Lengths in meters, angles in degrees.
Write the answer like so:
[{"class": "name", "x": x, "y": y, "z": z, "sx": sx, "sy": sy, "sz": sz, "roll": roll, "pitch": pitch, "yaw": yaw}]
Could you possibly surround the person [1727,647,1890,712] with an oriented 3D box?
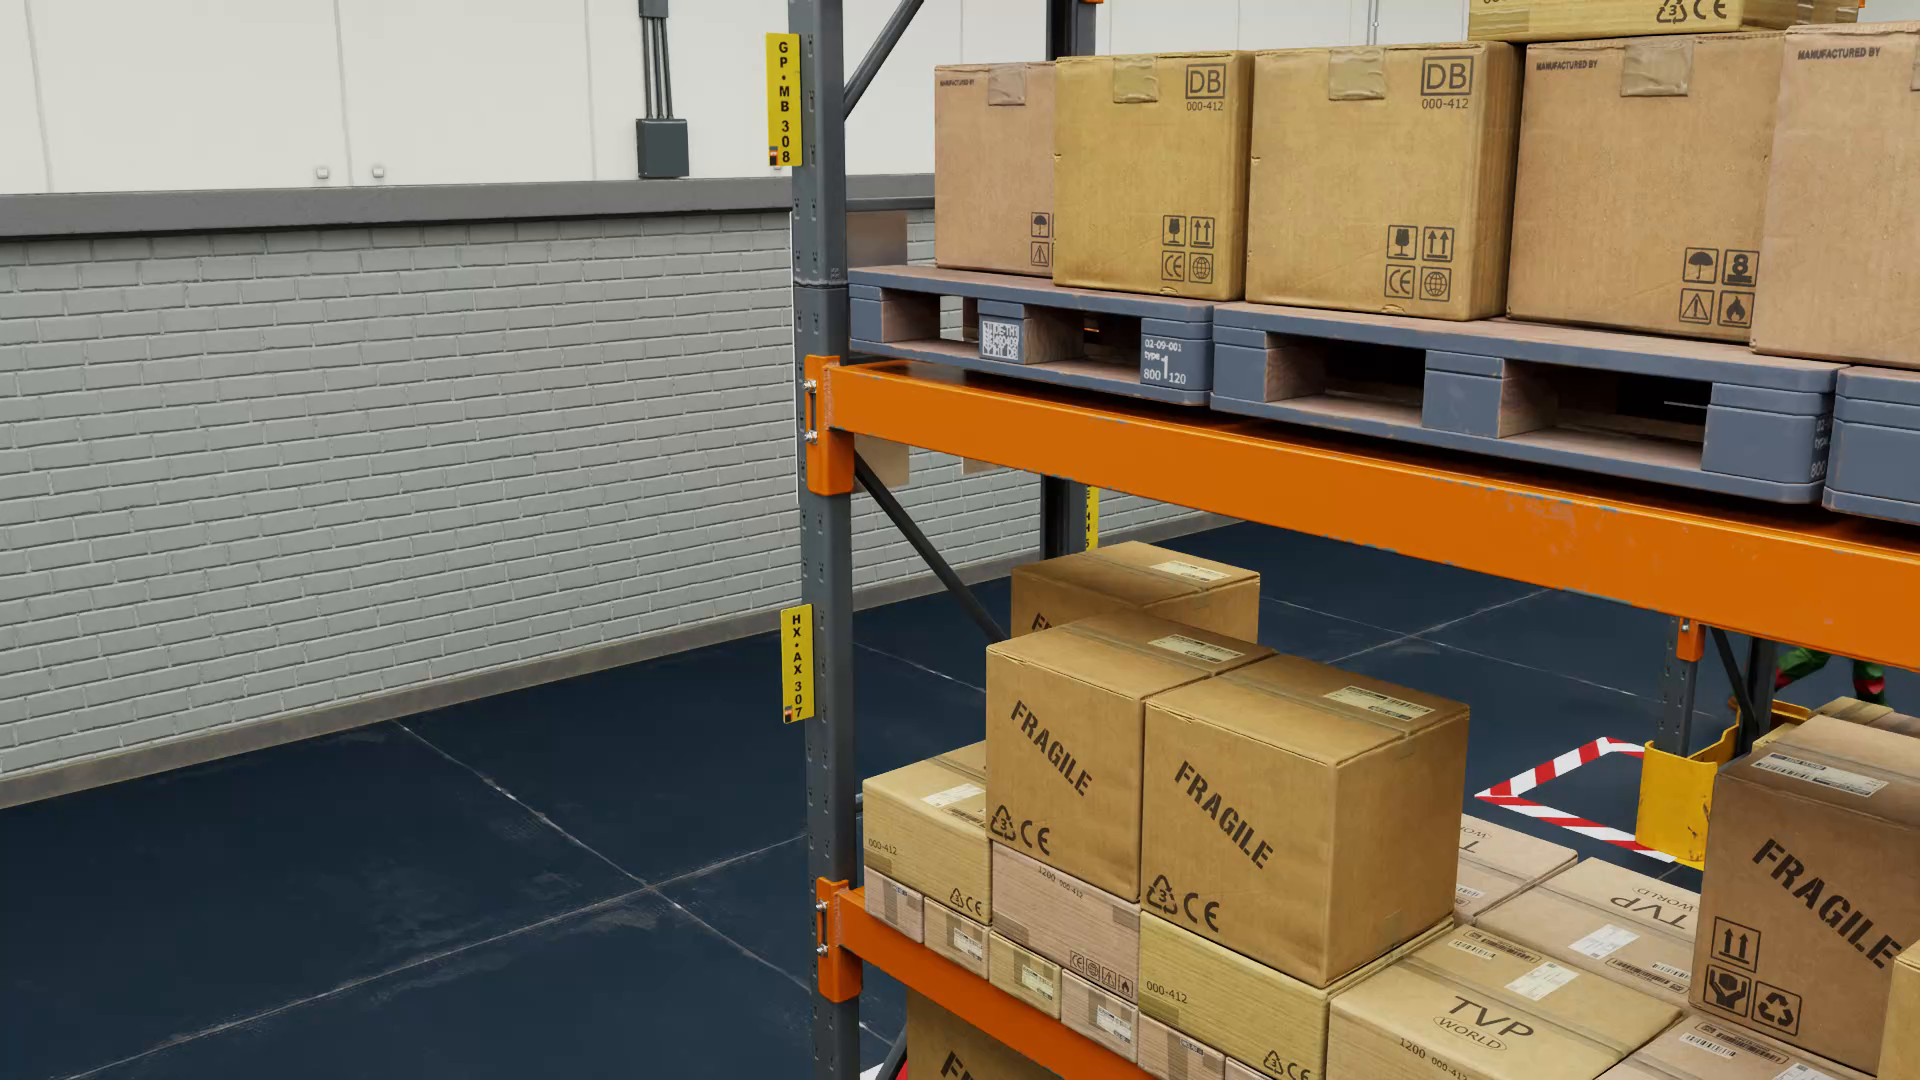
[{"class": "person", "x": 4.981, "y": 0.275, "z": 9.388, "sx": 1.037, "sy": 1.755, "sz": 0.577, "roll": 7, "pitch": 15, "yaw": 25}]
